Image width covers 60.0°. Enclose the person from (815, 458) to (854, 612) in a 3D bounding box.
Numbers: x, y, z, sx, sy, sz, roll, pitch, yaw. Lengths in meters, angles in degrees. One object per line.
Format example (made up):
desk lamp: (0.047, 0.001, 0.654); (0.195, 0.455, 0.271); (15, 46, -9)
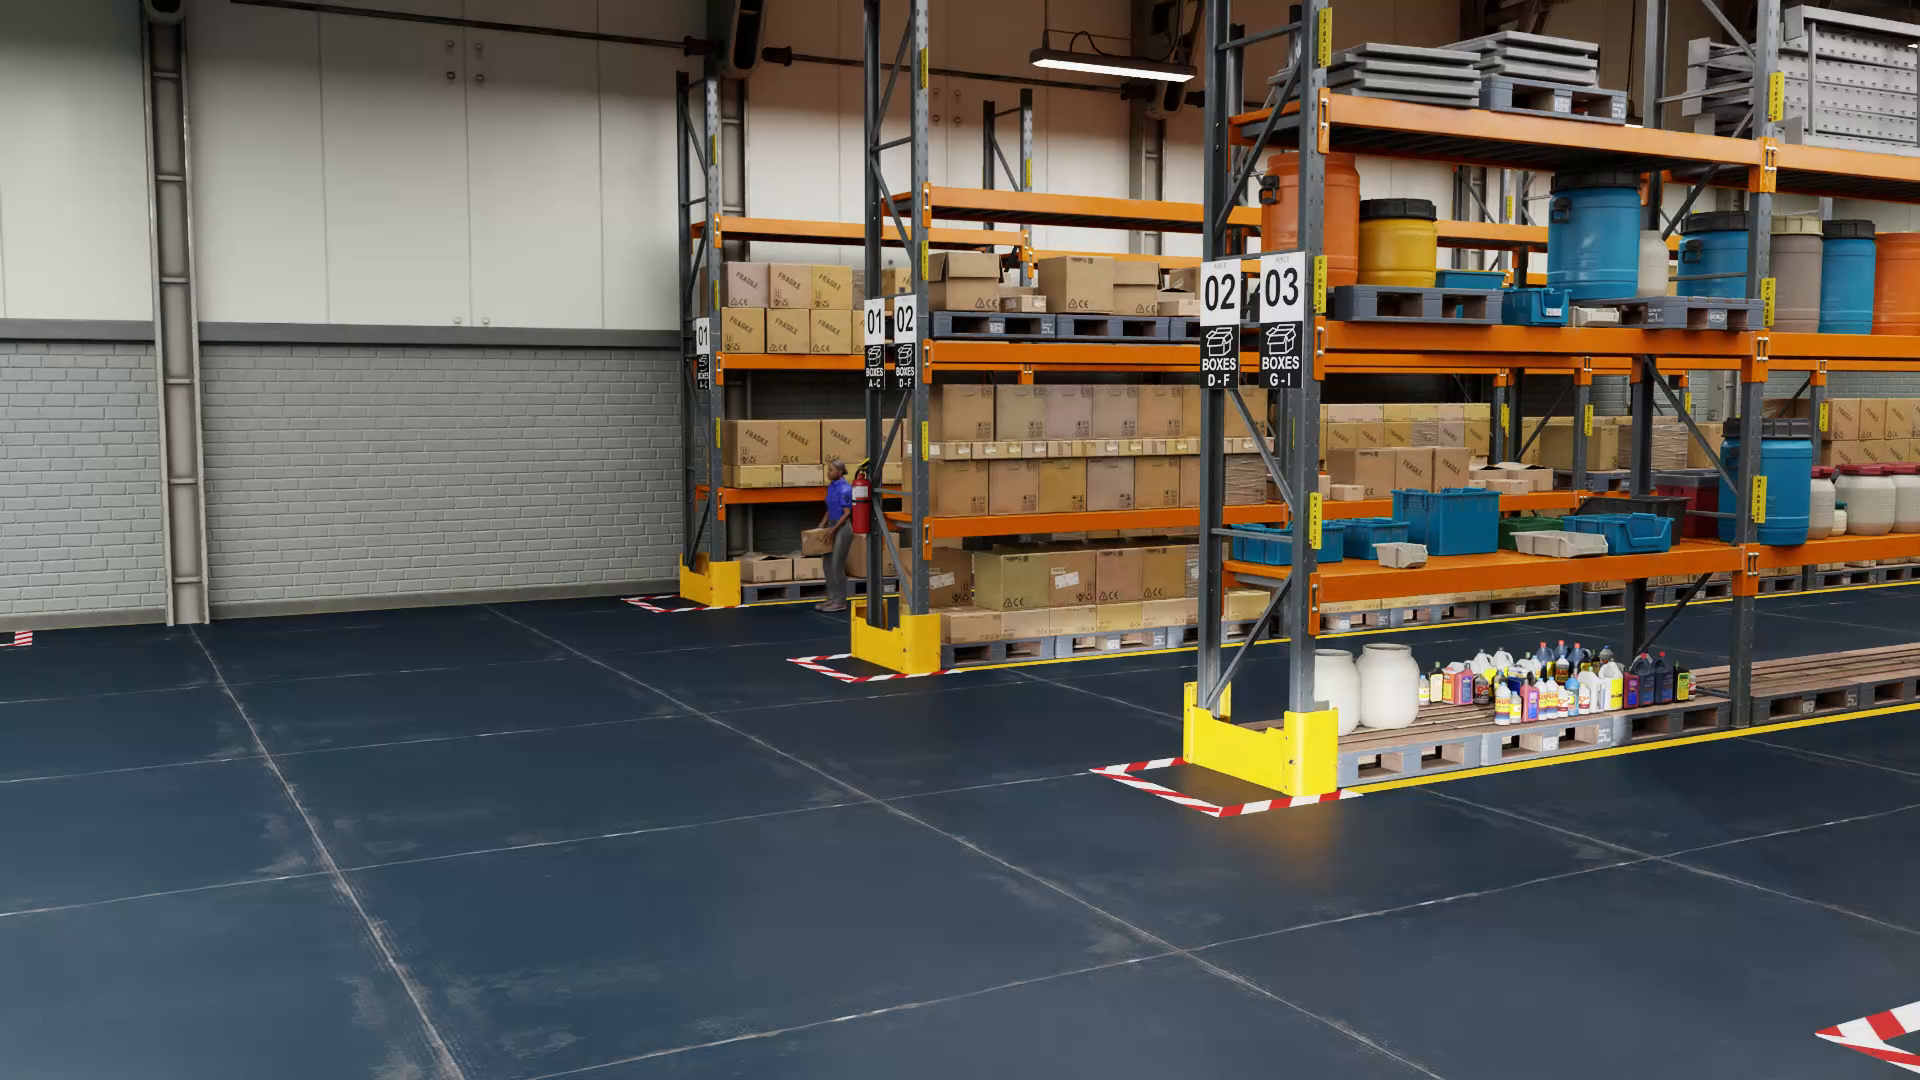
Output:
person: (-1.372, -0.060, 18.161); (0.397, 1.662, 0.481); (-3, 6, -30)
